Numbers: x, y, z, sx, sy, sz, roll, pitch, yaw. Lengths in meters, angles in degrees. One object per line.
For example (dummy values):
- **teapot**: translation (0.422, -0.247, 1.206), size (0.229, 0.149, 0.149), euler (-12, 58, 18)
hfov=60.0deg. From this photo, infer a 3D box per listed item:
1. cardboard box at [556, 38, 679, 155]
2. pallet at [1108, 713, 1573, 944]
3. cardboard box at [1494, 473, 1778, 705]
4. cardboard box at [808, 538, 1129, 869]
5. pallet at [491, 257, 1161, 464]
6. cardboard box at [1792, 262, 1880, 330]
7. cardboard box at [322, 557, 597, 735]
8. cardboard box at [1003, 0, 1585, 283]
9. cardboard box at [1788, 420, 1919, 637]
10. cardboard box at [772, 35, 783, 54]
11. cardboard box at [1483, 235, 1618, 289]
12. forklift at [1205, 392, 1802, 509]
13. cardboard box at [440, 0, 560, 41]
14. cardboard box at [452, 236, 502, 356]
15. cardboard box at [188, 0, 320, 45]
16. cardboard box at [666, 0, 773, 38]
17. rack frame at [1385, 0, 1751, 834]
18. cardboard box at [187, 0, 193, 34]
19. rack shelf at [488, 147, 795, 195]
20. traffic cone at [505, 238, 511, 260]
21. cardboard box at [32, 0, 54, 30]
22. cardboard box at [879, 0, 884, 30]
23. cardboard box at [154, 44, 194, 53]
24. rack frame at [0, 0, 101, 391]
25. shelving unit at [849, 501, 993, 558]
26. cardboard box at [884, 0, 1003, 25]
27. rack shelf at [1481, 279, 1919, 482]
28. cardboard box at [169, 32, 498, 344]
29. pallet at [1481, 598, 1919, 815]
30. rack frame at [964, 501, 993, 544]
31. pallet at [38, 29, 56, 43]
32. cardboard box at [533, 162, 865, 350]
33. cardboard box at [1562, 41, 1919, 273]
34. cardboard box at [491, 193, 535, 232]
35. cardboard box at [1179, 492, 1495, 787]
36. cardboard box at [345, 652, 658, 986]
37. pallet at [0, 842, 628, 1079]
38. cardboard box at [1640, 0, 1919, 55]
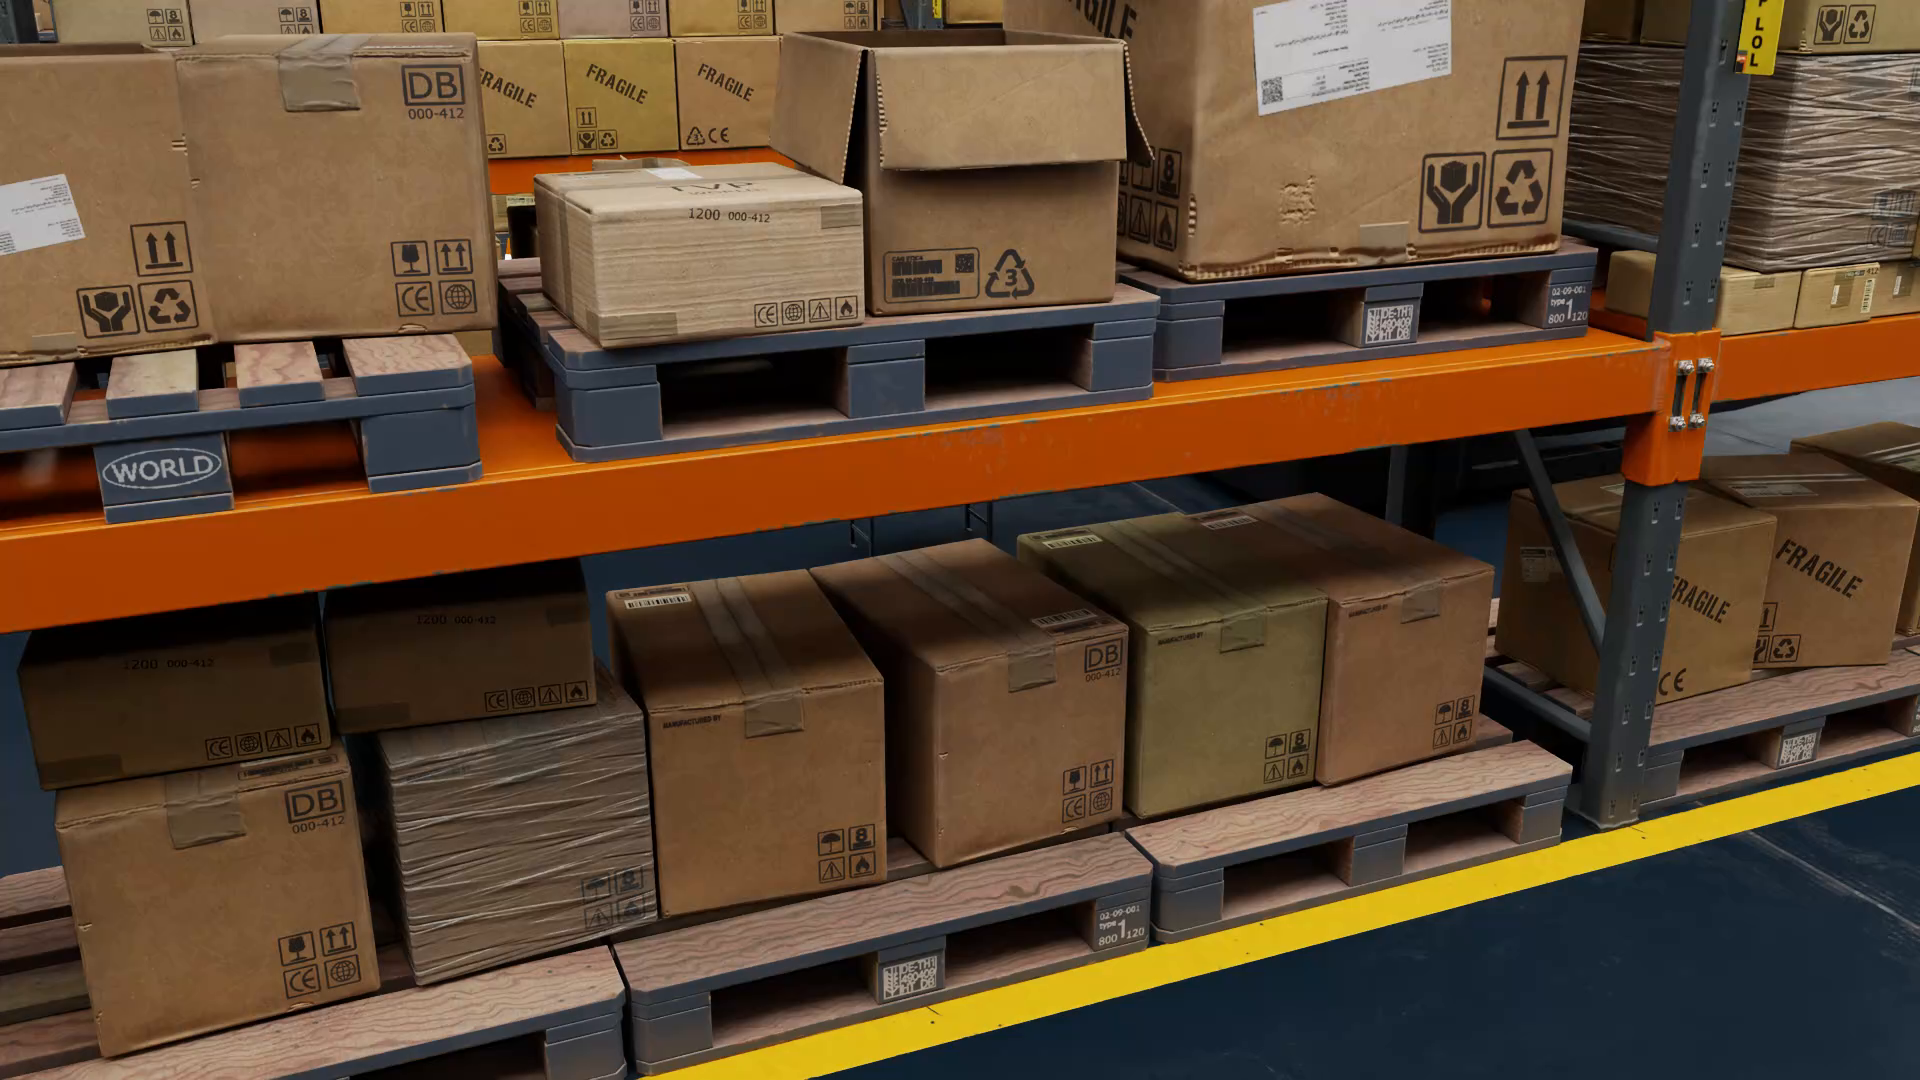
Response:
- **cardboard box**: translation (-1.638, -2.098, 7.814), size (0.500, 0.500, 0.500), euler (-8, 21, -21)
- **pallet**: translation (0.821, 0.610, 4.473), size (1.213, 0.211, 1.003), euler (-8, 21, -22)
- **cardboard box**: translation (1.918, 0.132, 4.762), size (0.500, 0.500, 0.500), euler (-9, 21, -24)
- **cardboard box**: translation (0.004, 0.368, 4.062), size (0.500, 0.500, 0.700), euler (-10, 22, -27)
- **pallet**: translation (-0.336, -0.465, 3.614), size (1.213, 0.211, 1.003), euler (-8, 21, -22)
- **cardboard box**: translation (2.086, -0.655, 4.245), size (0.250, 0.149, 0.380), euler (-8, 21, -22)
- **cardboard box**: translation (-1.051, 0.165, 3.508), size (0.500, 0.250, 0.500), euler (-6, 20, -16)
- **cardboard box**: translation (0.750, -1.228, 3.957), size (1.000, 1.000, 1.000), euler (-8, 21, -22)
- **cardboard box**: translation (2.980, -0.051, 5.282), size (0.500, 0.500, 0.500), euler (-10, 22, -27)
- **cardboard box**: translation (-0.710, -2.231, 8.192), size (0.500, 0.500, 0.500), euler (-8, 21, -22)
- **cardboard box**: translation (1.616, -0.808, 4.678), size (0.250, 0.149, 0.380), euler (-8, 21, -22)
- **forklift**: translation (2.478, -1.775, 7.149), size (3.031, 2.935, 1.130), euler (-9, 21, -23)
- **cardboard box**: translation (-2.190, -2.585, 7.692), size (0.500, 0.500, 0.700), euler (-8, 21, -22)
- **cardboard box**: translation (-2.613, -1.114, 7.924), size (0.750, 0.750, 1.050), euler (-8, 21, -21)
- **cardboard box**: translation (-3.130, -2.450, 7.307), size (0.500, 0.500, 0.700), euler (-8, 21, -23)
- **cardboard box**: translation (-1.262, -2.718, 8.068), size (0.500, 0.500, 0.700), euler (-9, 21, -23)
- **rack frame**: translation (1.535, -0.808, 4.302), size (0.127, 3.000, 1.000), euler (-8, 21, -22)
- **cardboard box**: translation (-5.082, -3.749, 11.423), size (0.500, 0.500, 0.500), euler (-7, 21, -19)
- **rack shelf**: translation (-2.173, -1.732, 8.007), size (4.000, 0.370, 1.077), euler (-8, 21, -22)
- **traffic cone**: translation (-2.844, -1.701, 10.656), size (0.334, 0.463, 0.336), euler (-8, 21, -22)
- **cardboard box**: translation (-8.567, -5.043, 15.544), size (0.500, 0.500, 0.500), euler (-7, 21, -19)
- **cardboard box**: translation (-0.502, -4.199, 13.332), size (0.500, 0.500, 0.500), euler (-8, 21, -21)
- **cardboard box**: translation (-3.490, -1.832, 7.058), size (0.500, 0.500, 0.500), euler (-8, 21, -21)
- **rack frame**: translation (-4.010, -1.808, 7.141), size (0.127, 3.000, 1.000), euler (-8, 21, -22)
- **shelving unit**: translation (-0.152, -0.544, 6.261), size (0.503, 1.200, 0.258), euler (-8, 21, -22)
- **cardboard box**: translation (0.016, -2.952, 8.539), size (0.550, 0.550, 0.875), euler (-8, 21, -22)
- **rack shelf**: translation (3.372, -0.732, 5.168), size (4.000, 0.370, 1.077), euler (-8, 21, -22)
- **cardboard box**: translation (-1.185, -0.715, 3.252), size (0.500, 0.500, 0.700), euler (-5, 20, -14)
- **pallet**: translation (2.138, 0.408, 5.046), size (1.213, 0.211, 1.003), euler (-8, 21, -22)
- **rack frame**: translation (0.072, -0.576, 6.352), size (0.015, 1.200, 0.240), euler (-8, 21, -22)
- **pallet**: translation (-8.627, -4.616, 15.406), size (1.003, 0.211, 1.213), euler (-8, 21, -22)
- **cardboard box**: translation (-0.508, -0.560, 3.189), size (0.500, 0.250, 0.500), euler (-9, 21, -23)
- **cardboard box**: translation (1.973, -1.036, 4.350), size (0.500, 0.500, 0.875), euler (-8, 21, -22)
- **cardboard box**: translation (-3.530, -2.624, 12.782), size (0.625, 0.372, 0.950), euler (-7, 21, -19)
- **cardboard box**: translation (0.963, 0.237, 4.433), size (0.500, 0.500, 0.700), euler (-10, 22, -26)
- **cardboard box**: translation (-1.026, 0.518, 3.635), size (0.500, 0.500, 0.700), euler (-10, 22, -26)
- **pallet**: translation (-1.420, 0.931, 3.561), size (1.213, 0.211, 1.003), euler (-8, 21, -22)
- **cardboard box**: translation (2.049, -1.449, 4.018), size (0.500, 0.500, 0.500), euler (-8, 21, -22)
